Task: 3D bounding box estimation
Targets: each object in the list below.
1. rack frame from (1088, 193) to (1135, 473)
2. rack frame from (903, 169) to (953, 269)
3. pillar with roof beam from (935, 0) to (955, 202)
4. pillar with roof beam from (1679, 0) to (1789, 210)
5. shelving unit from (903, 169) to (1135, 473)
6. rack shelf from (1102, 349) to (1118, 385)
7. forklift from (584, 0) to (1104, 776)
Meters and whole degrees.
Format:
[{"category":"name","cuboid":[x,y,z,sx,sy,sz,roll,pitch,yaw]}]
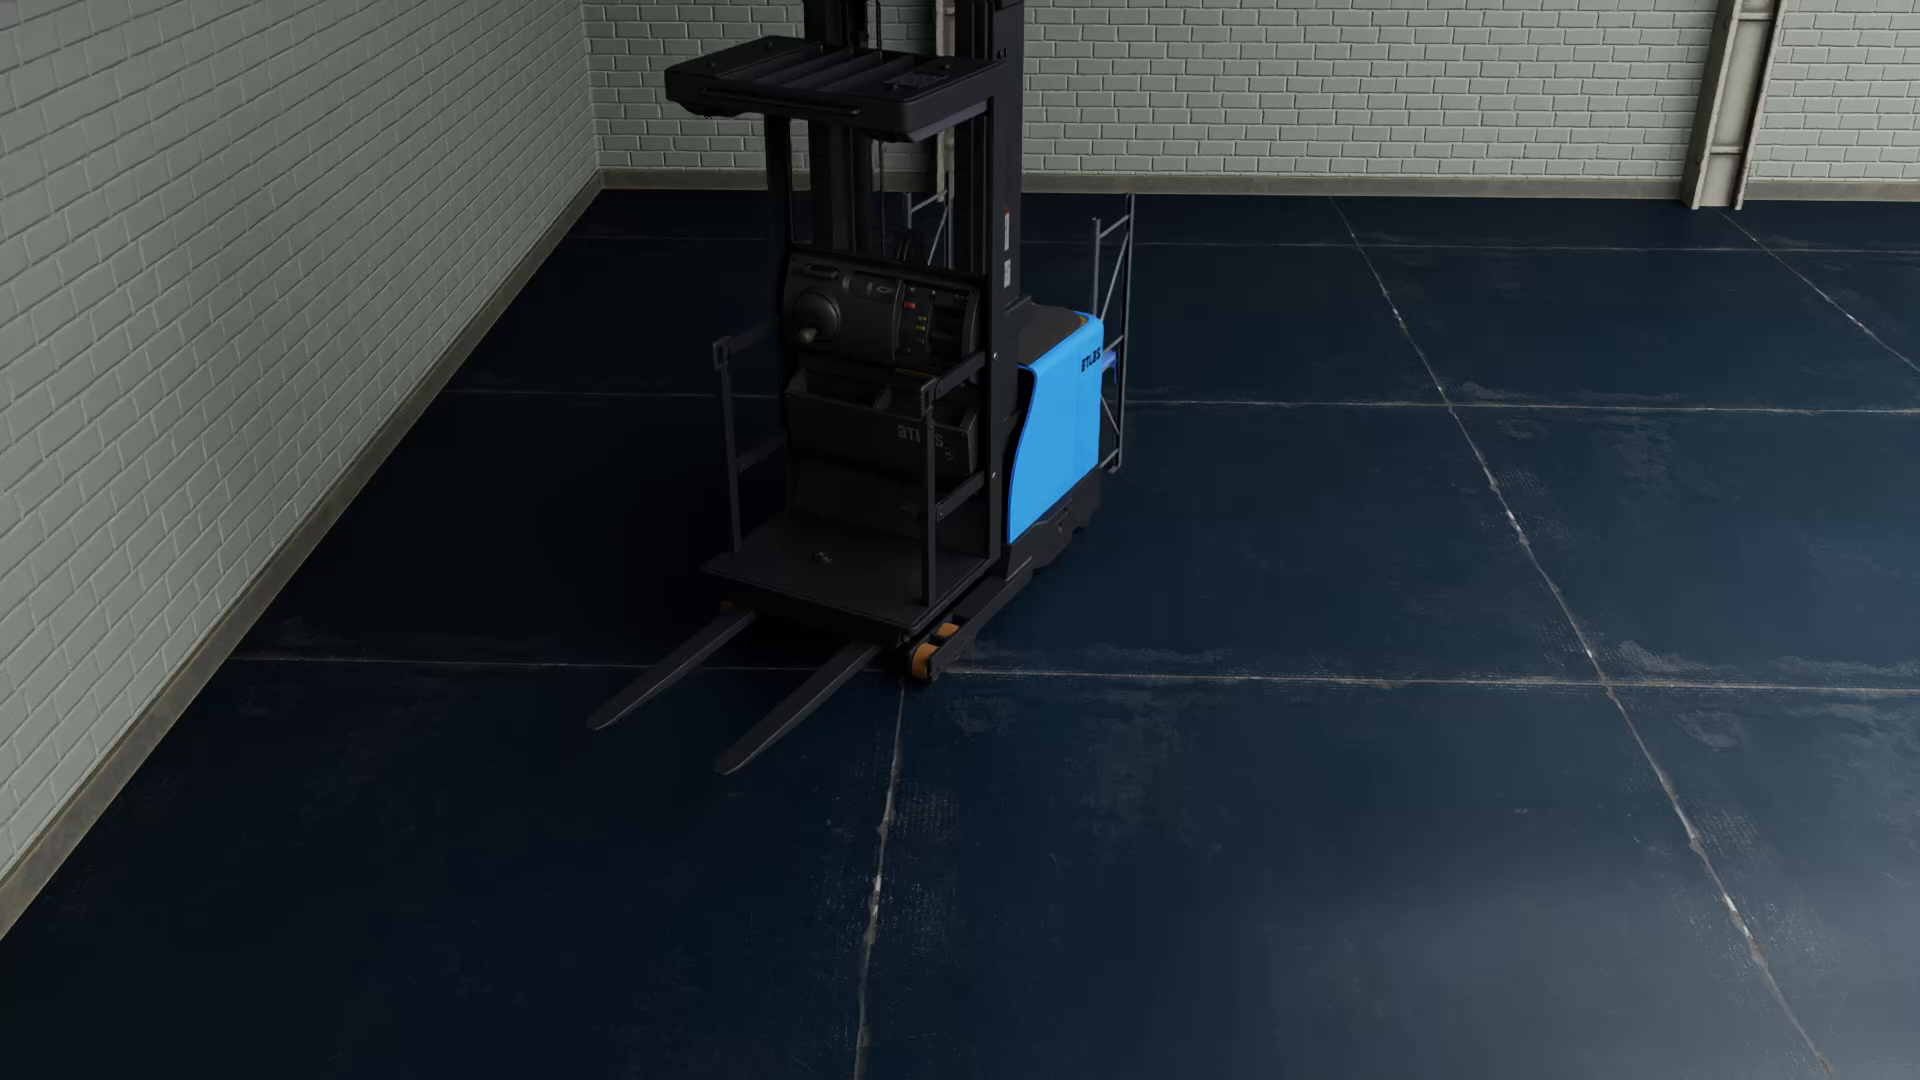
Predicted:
[{"category":"rack frame","cuboid":[0.749,-0.966,8.471,0.032,1.500,0.500,13,31,23]},{"category":"rack frame","cuboid":[-0.163,-1.176,8.868,0.032,1.500,0.500,13,31,23]},{"category":"pillar with roof beam","cuboid":[-0.137,-4.757,7.616,0.400,9.000,9.100,1,28,2]},{"category":"pillar with roof beam","cuboid":[5.859,-4.658,7.429,0.400,9.000,9.100,1,28,2]},{"category":"shelving unit","cuboid":[0.293,-1.071,8.669,1.048,1.500,0.538,13,31,23]},{"category":"rack shelf","cuboid":[0.293,-0.912,8.753,1.000,0.185,0.538,13,31,23]},{"category":"forklift","cuboid":[-0.440,-0.929,6.872,1.130,2.935,3.031,14,31,25]}]
